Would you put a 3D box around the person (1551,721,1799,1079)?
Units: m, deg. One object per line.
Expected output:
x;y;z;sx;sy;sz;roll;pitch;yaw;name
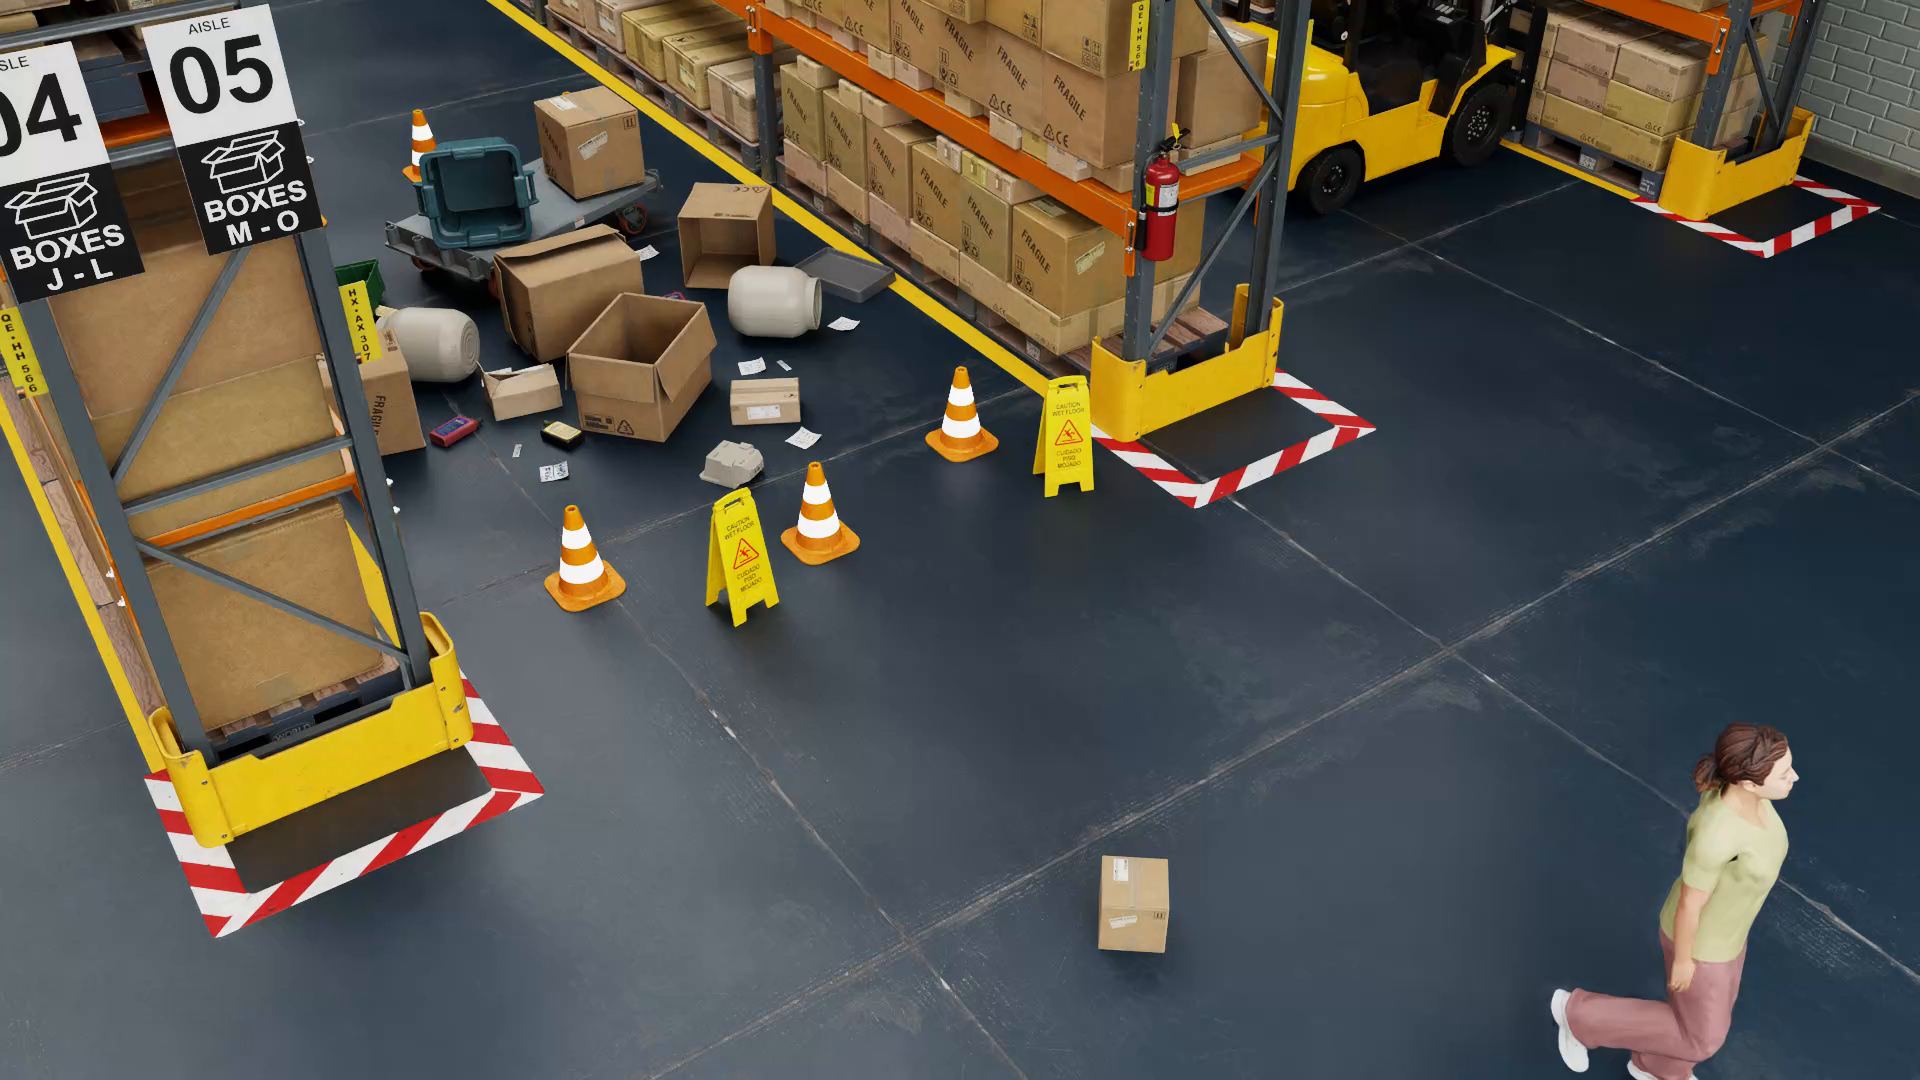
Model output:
2.332;1.213;5.330;0.594;1.658;0.445;23;42;28;person
